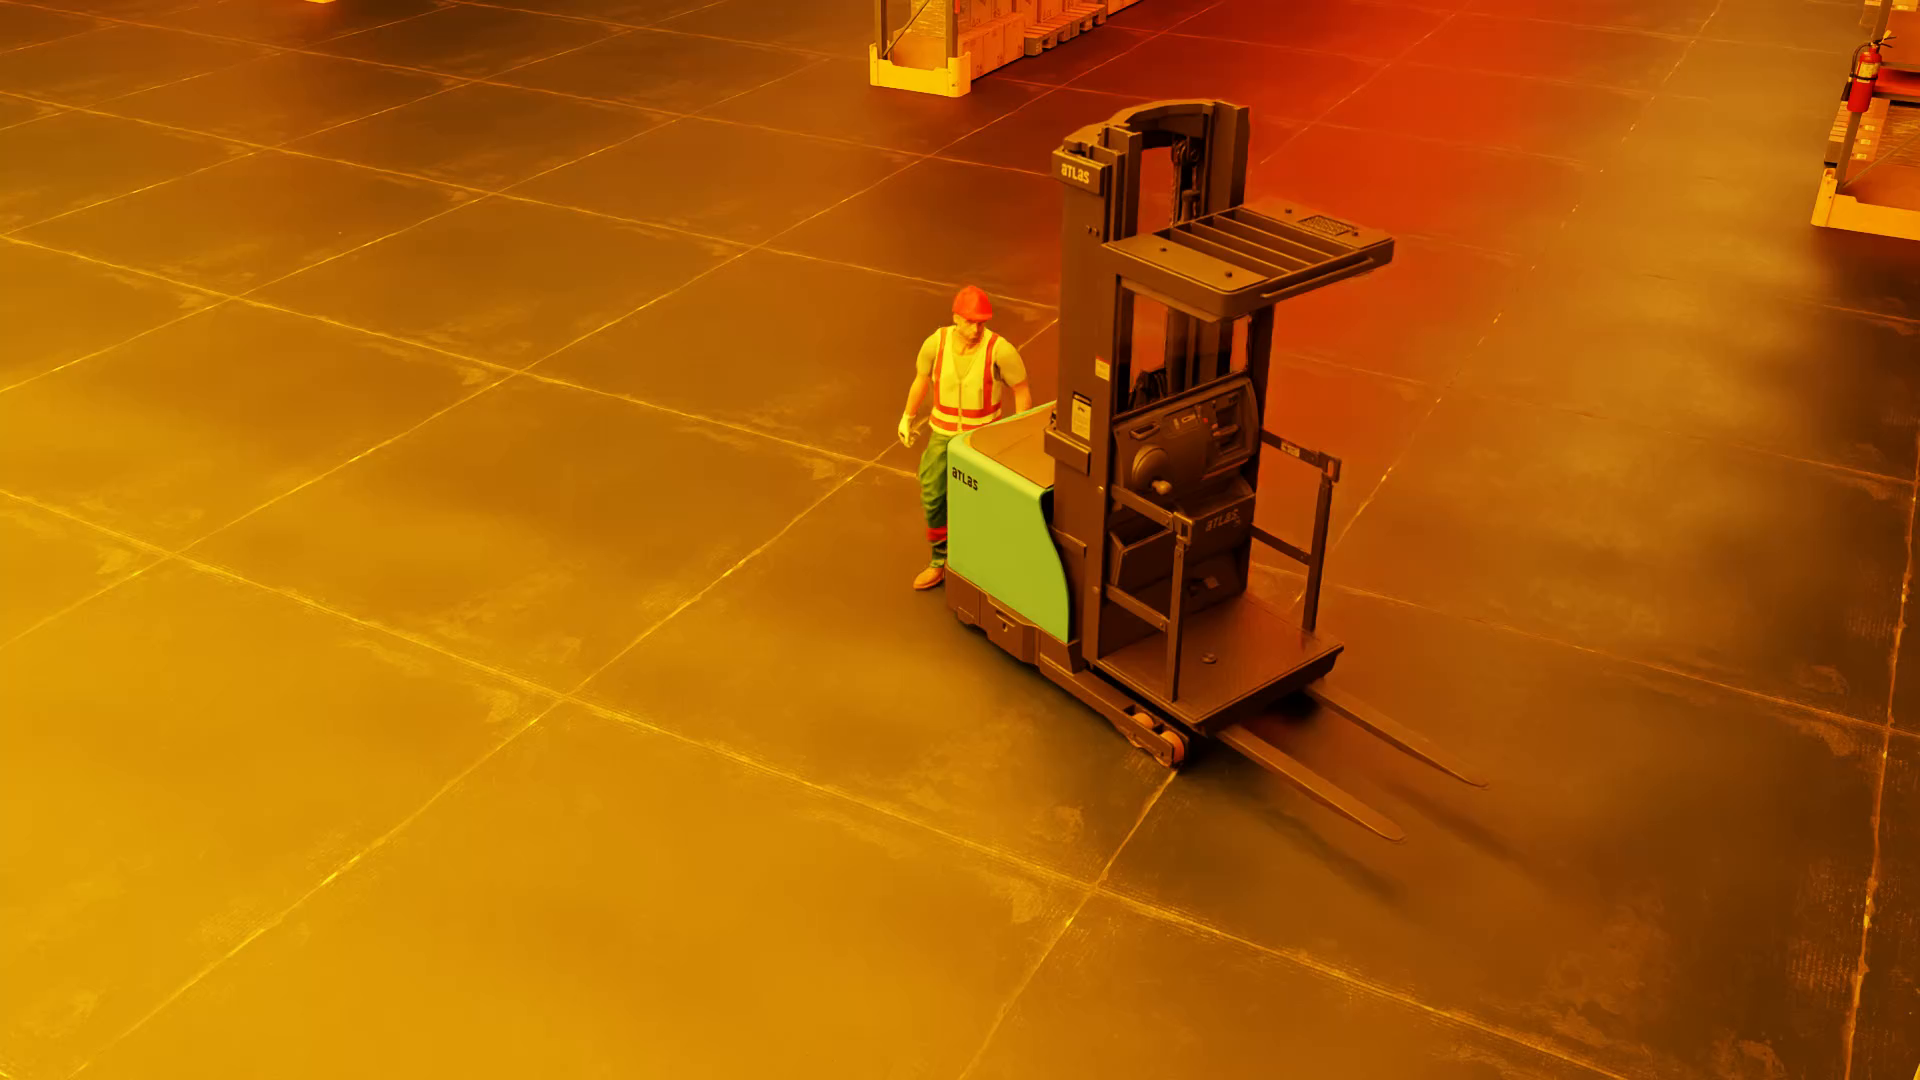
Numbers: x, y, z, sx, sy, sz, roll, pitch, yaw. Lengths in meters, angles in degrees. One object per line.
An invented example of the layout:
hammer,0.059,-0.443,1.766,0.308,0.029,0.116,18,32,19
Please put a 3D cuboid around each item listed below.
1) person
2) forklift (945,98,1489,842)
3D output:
person,0.013,-0.559,9.237,0.795,1.750,0.534,6,31,10
forklift,1.227,-0.452,7.854,1.130,2.935,3.031,-22,36,-33
